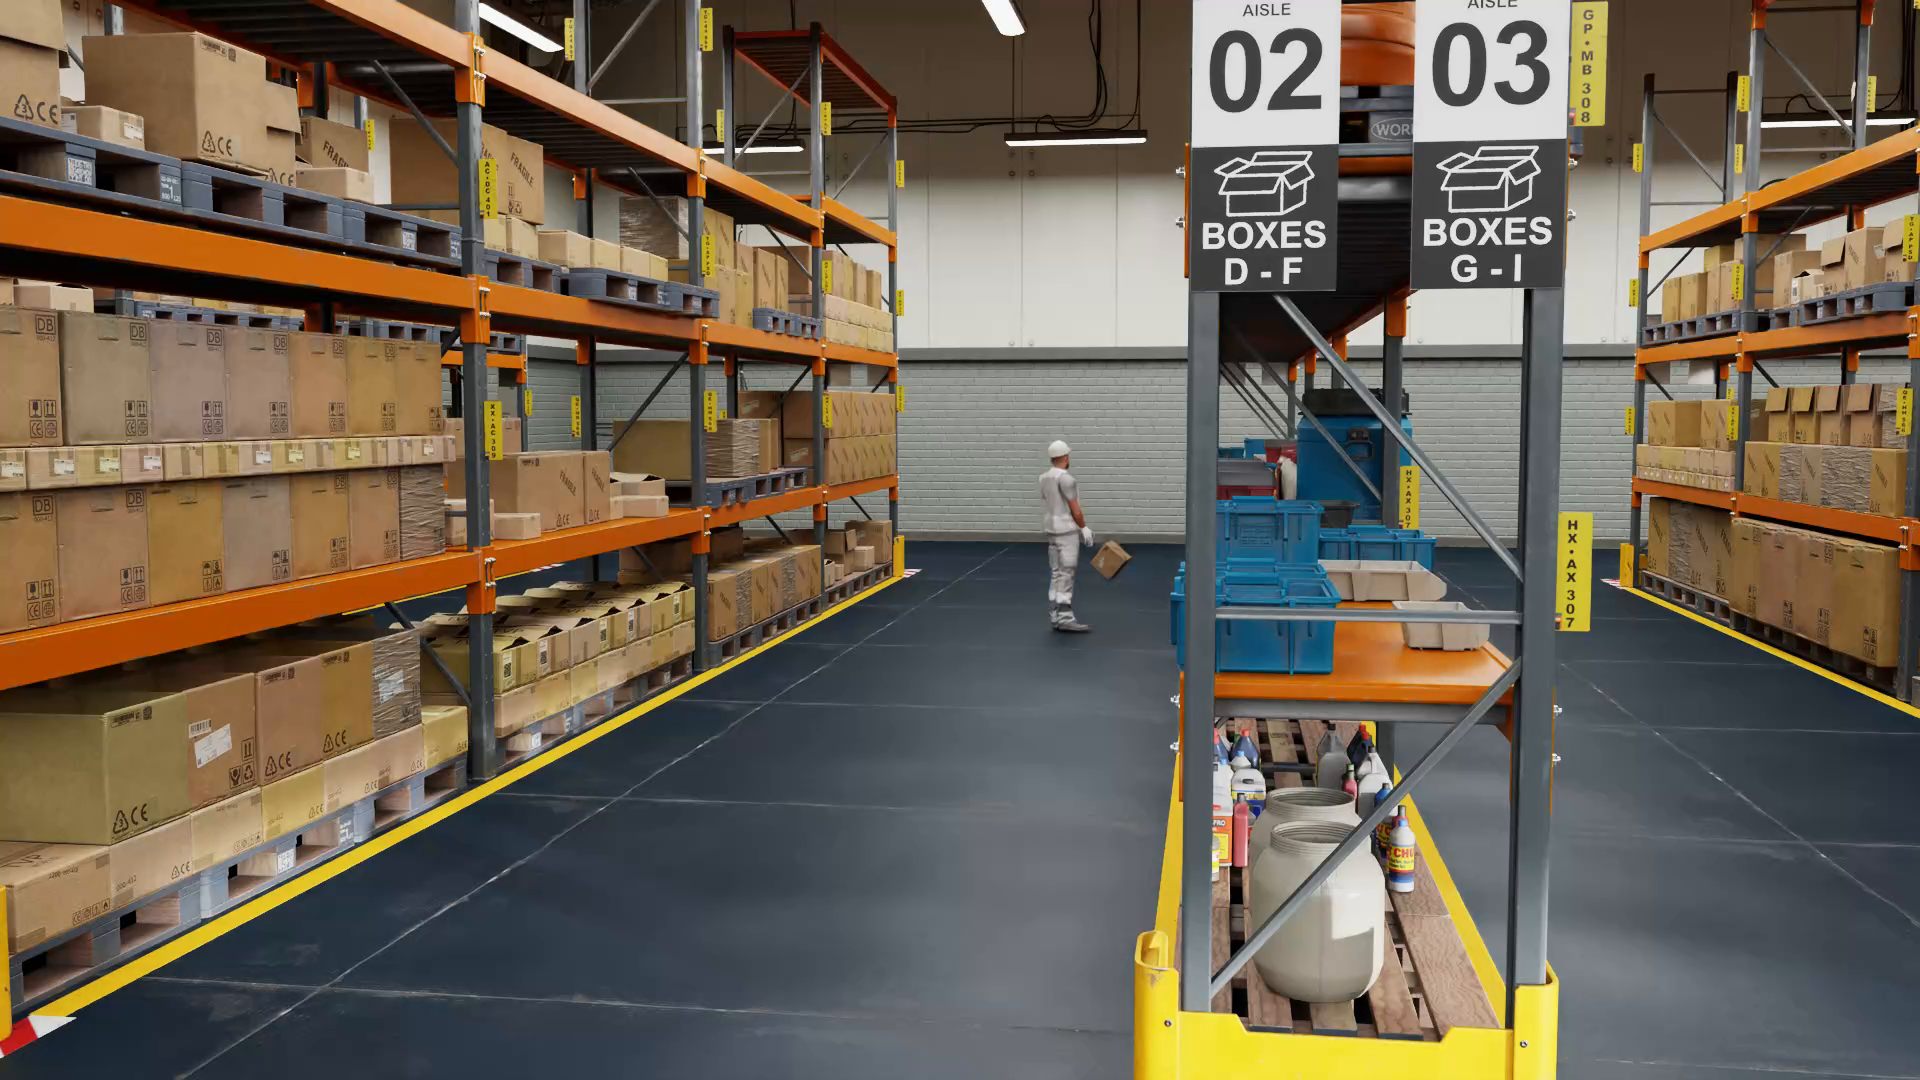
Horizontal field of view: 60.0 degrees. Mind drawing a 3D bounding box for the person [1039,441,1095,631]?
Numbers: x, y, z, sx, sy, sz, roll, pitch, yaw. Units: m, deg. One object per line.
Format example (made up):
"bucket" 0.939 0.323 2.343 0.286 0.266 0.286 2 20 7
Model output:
"person" 1.023 -0.050 15.867 0.423 1.794 0.600 -2 5 -23
